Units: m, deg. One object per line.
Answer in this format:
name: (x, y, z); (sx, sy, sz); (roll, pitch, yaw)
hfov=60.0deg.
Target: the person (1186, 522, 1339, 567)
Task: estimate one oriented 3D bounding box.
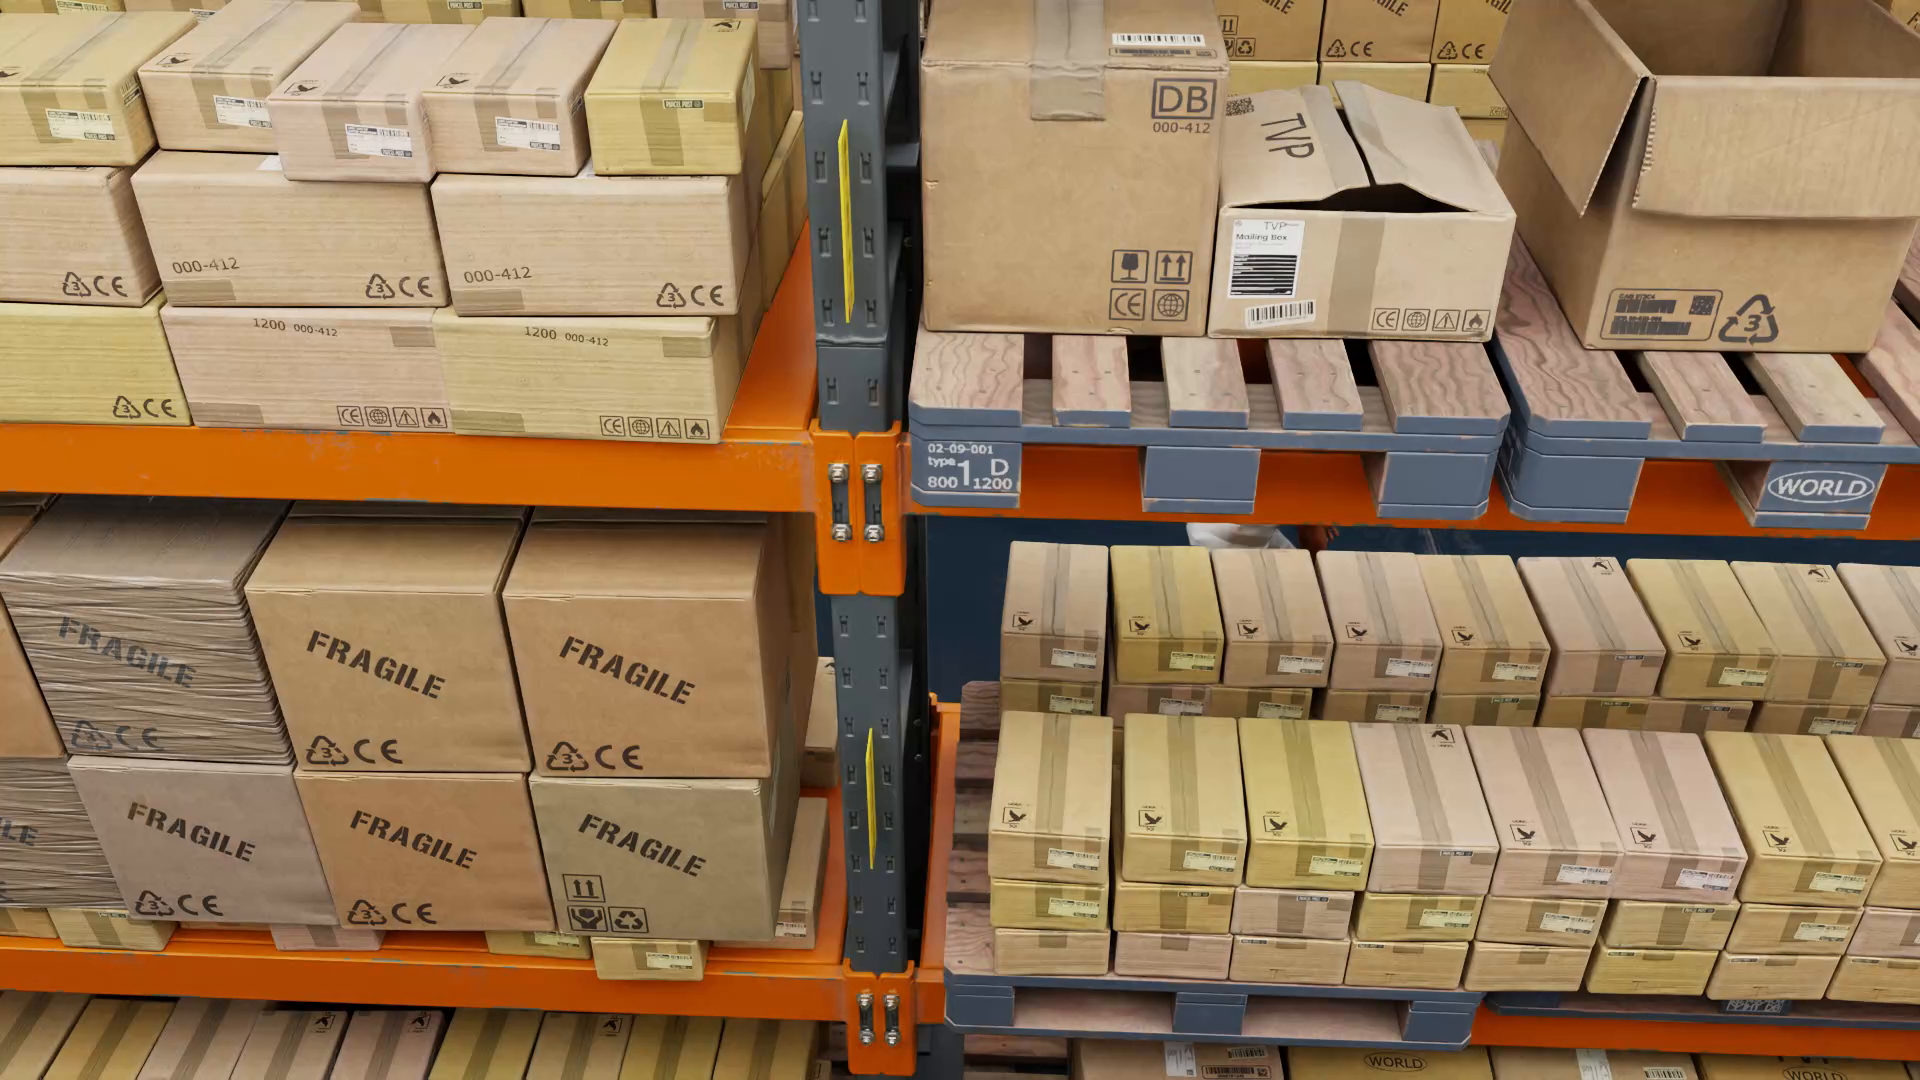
person: (1.224, -0.034, 6.412); (0.708, 1.490, 0.629); (2, 36, 2)
